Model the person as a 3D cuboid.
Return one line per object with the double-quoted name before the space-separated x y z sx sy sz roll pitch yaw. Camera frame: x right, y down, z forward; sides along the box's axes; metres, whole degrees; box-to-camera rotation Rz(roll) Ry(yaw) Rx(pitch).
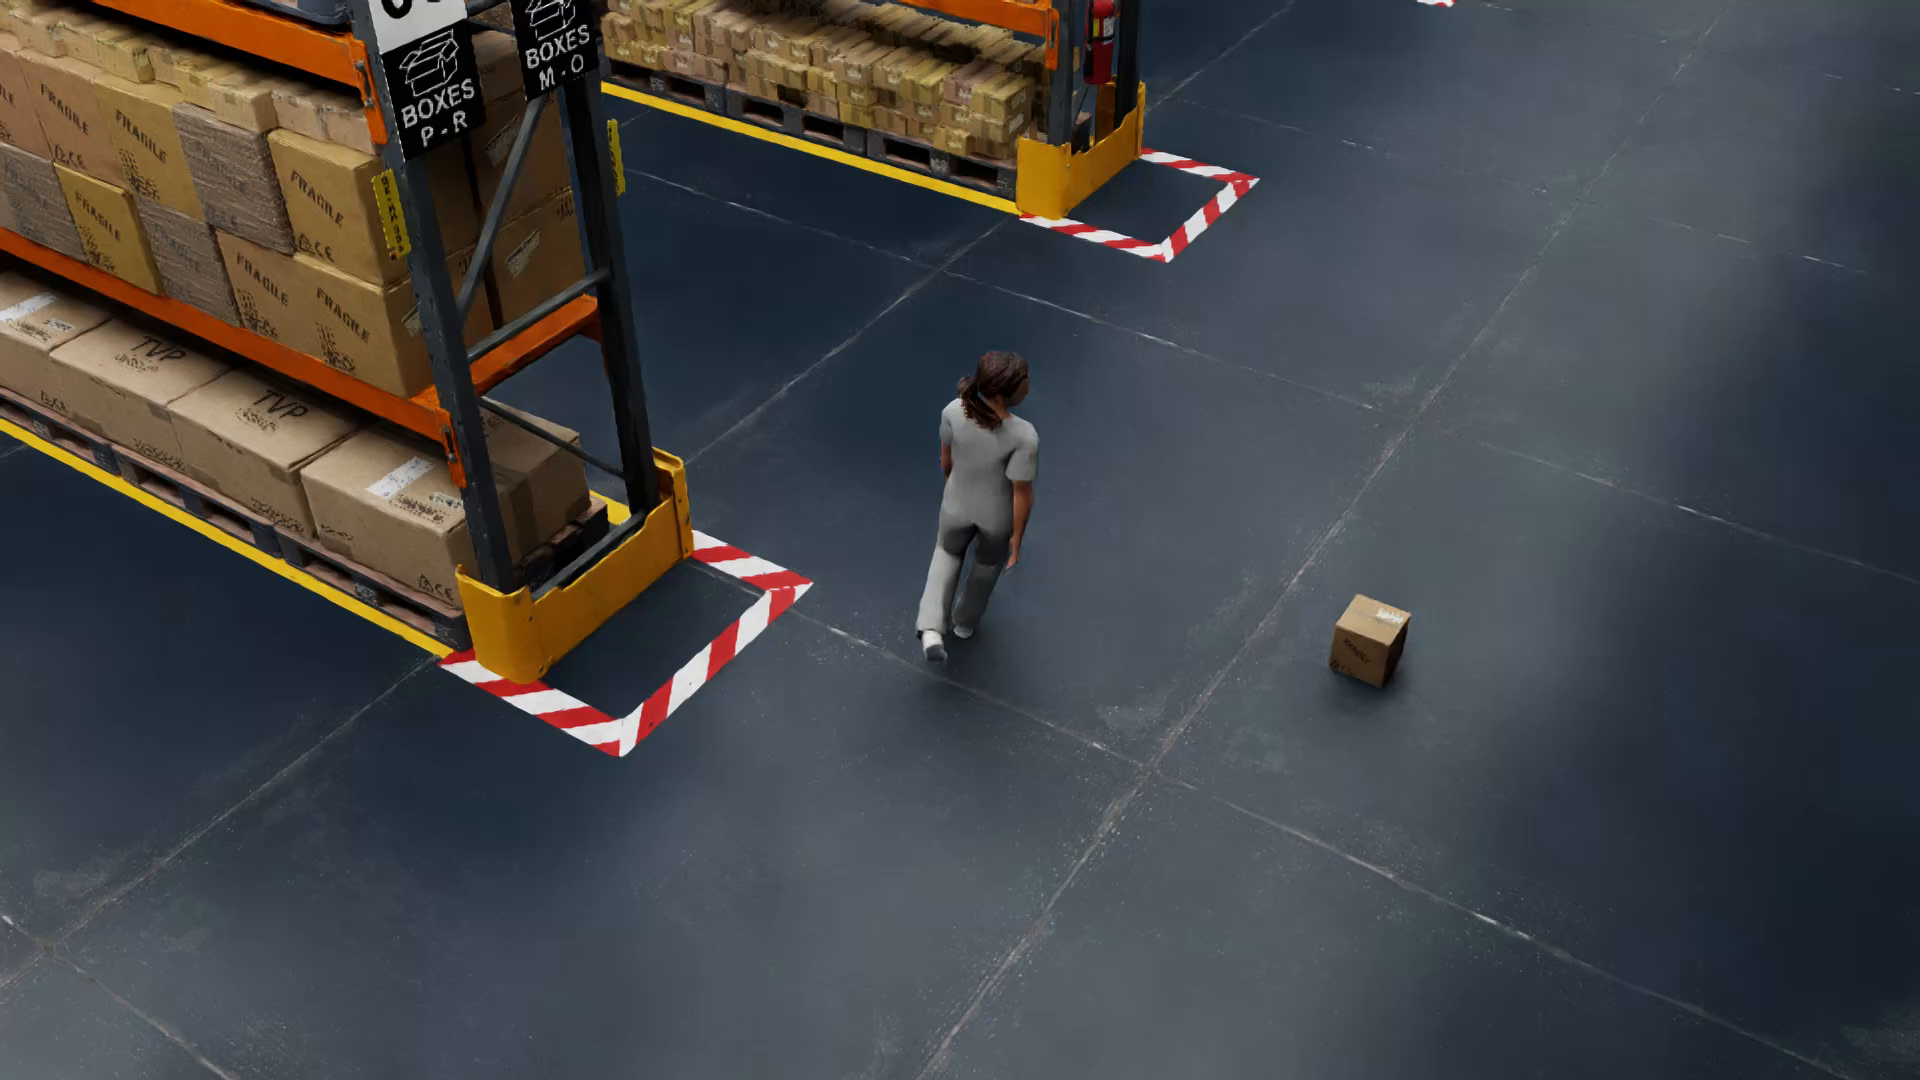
"person" 0.097 -0.128 6.882 0.505 1.620 0.733 13 40 15
